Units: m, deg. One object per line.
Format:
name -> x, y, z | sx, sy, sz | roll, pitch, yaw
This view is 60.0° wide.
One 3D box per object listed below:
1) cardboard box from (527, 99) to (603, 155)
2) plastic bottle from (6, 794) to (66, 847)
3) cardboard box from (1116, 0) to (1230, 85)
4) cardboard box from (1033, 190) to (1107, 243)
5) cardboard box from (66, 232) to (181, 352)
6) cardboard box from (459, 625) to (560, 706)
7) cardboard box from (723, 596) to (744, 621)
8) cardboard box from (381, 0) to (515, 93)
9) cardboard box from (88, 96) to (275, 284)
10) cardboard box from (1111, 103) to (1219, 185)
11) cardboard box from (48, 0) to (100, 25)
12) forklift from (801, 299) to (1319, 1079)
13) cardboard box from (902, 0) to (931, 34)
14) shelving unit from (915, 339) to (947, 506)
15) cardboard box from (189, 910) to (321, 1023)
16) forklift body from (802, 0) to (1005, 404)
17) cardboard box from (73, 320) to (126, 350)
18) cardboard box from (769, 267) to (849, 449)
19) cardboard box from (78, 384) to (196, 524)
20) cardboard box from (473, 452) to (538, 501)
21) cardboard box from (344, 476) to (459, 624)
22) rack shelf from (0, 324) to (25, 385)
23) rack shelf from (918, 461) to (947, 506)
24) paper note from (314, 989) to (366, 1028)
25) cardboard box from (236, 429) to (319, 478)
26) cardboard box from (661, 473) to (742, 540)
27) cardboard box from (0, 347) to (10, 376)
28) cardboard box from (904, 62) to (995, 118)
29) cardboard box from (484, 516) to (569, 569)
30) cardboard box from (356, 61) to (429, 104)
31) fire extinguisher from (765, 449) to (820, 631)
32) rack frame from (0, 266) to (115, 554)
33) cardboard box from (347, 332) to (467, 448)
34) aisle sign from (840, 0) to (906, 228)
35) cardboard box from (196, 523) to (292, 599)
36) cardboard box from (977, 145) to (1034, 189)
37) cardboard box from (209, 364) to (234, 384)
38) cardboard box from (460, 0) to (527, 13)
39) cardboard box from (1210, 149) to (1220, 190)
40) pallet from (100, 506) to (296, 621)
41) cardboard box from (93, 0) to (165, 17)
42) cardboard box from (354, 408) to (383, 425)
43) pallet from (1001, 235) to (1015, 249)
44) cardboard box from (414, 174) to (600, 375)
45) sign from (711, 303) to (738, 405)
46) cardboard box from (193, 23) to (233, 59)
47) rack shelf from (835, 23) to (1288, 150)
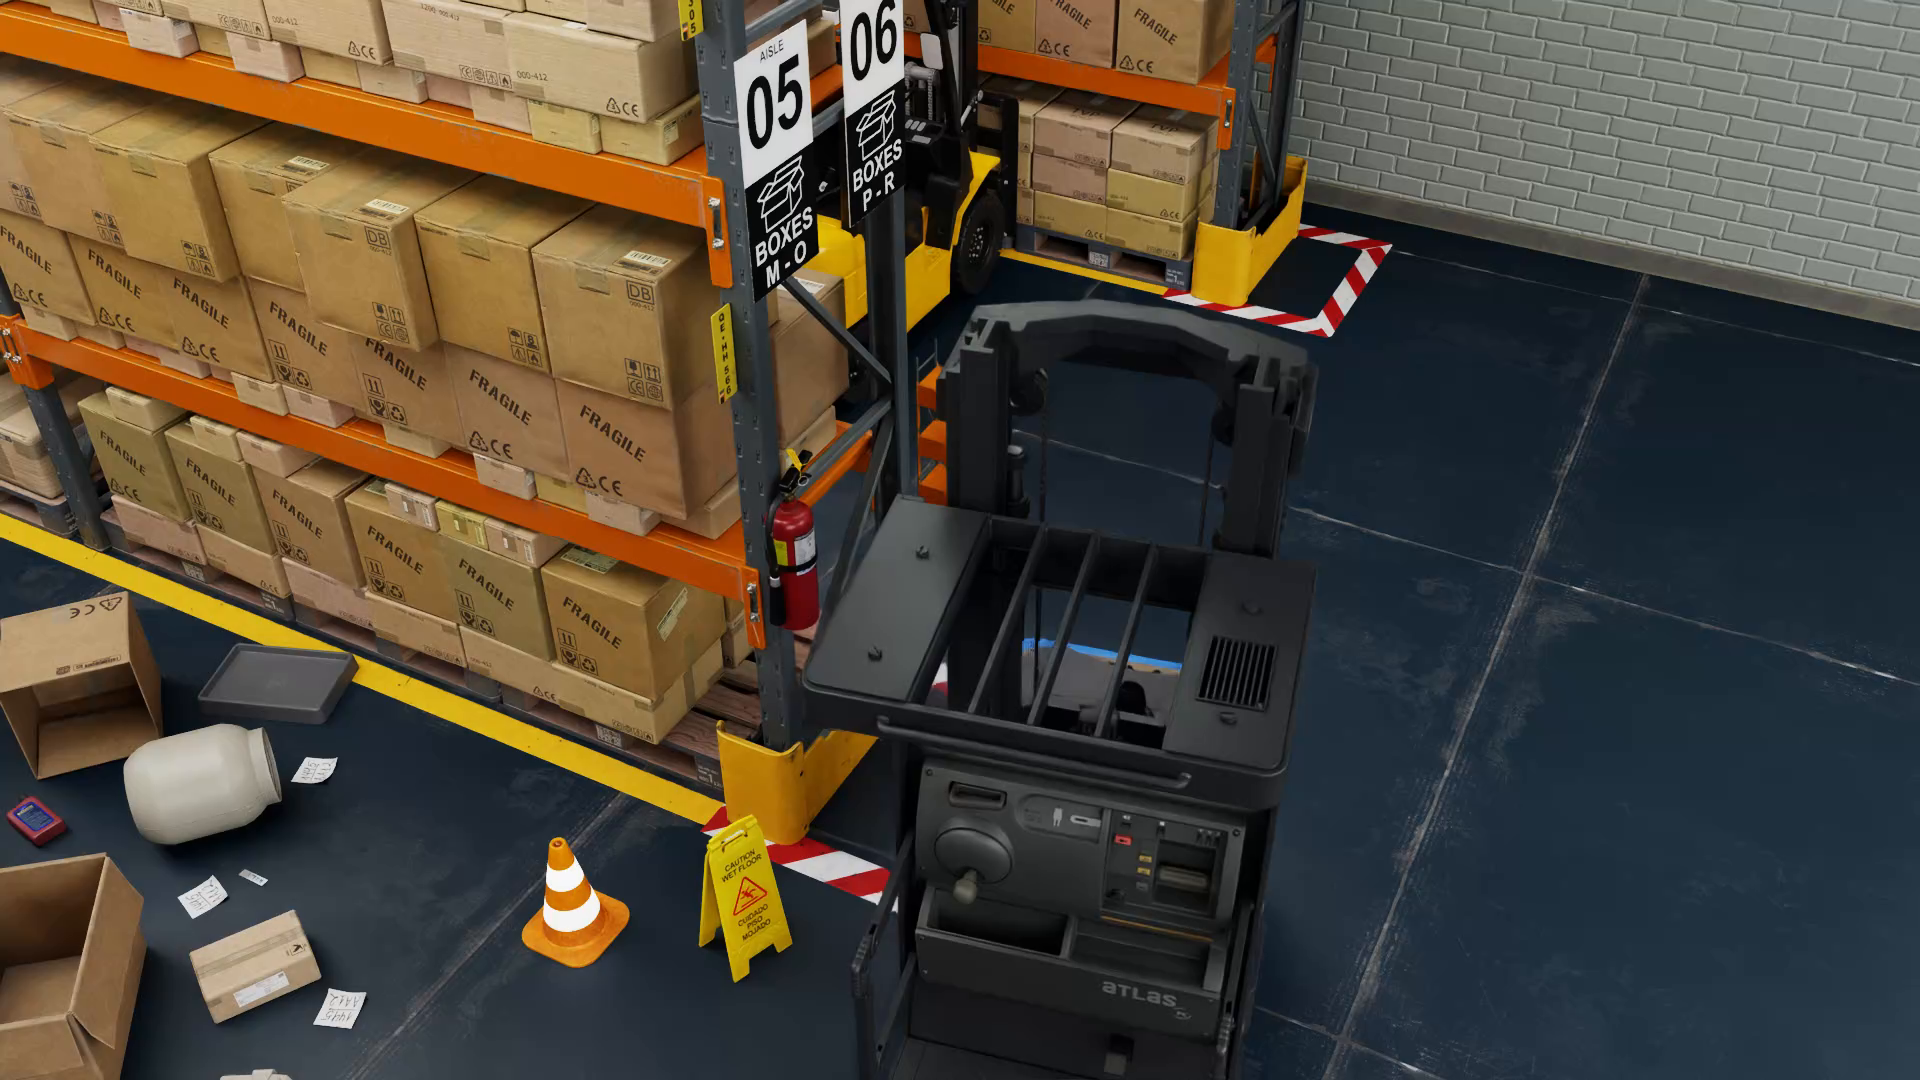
cardboard box -> -1.163, -1.396, 5.335 | 0.250, 0.149, 0.380 | 18, 41, 22
plastic bottle -> -3.750, 1.123, 6.719 | 0.283, 0.061, 0.133 | 25, 44, 29
cardboard box -> 1.240, -3.002, 9.641 | 0.500, 0.500, 0.500 | 16, 40, 21
cardboard box -> 0.798, -2.143, 10.519 | 0.500, 0.250, 0.500 | 17, 41, 21
cardboard box -> -3.315, -1.172, 6.984 | 0.500, 0.500, 0.500 | 17, 40, 21
cardboard box -> -1.780, 0.399, 7.170 | 0.500, 0.250, 0.500 | 18, 41, 22
cardboard box -> -1.092, -0.050, 7.142 | 0.500, 0.500, 0.500 | 16, 40, 20
cardboard box -> -1.500, -1.699, 5.405 | 0.500, 0.250, 0.500 | 17, 40, 21
cardboard box -> -2.866, -1.423, 6.487 | 0.500, 0.500, 0.700 | 17, 40, 21
cardboard box -> 1.245, -2.397, 10.027 | 0.500, 0.250, 0.500 | 19, 41, 23
cardboard box -> -3.188, -2.086, 6.244 | 0.250, 0.149, 0.380 | 19, 41, 23
forklift -> 0.277, 0.961, 4.560 | 1.130, 2.935, 3.031 | 9, 38, 12
cardboard box -> -0.123, -3.428, 10.202 | 0.500, 0.500, 0.500 | 18, 41, 22
shelving unit -> -0.048, -0.433, 7.952 | 0.252, 1.050, 0.215 | 17, 41, 21
cardboard box -> -2.574, 1.555, 6.078 | 0.380, 0.149, 0.250 | -21, 42, -25
forklift body -> -0.725, -2.176, 9.338 | 1.214, 2.155, 2.313 | 17, 41, 21
cardboard box -> -3.653, -1.010, 7.308 | 0.250, 0.149, 0.380 | 19, 41, 23
cardboard box -> -0.775, -0.739, 6.414 | 0.500, 0.500, 0.500 | 17, 40, 21
cardboard box -> -3.634, -0.474, 7.701 | 0.500, 0.500, 0.500 | 19, 41, 24
cardboard box -> -1.649, -0.339, 6.423 | 0.250, 0.149, 0.380 | 18, 41, 22
cardboard box -> -2.223, -0.041, 7.130 | 0.500, 0.500, 0.500 | 16, 40, 20
rack shelf -> -5.810, -1.682, 8.580 | 4.000, 0.370, 1.077 | 17, 41, 21
rack shelf -> -0.048, -0.203, 8.127 | 0.240, 0.259, 0.215 | 17, 41, 21
paper note -> -2.237, 1.688, 6.001 | 0.142, 0.019, 0.148 | 4, 37, 6
cardboard box -> -2.853, -0.451, 7.133 | 0.250, 0.149, 0.380 | 20, 41, 24
cardboard box -> -0.912, -0.190, 6.227 | 0.250, 0.149, 0.380 | 19, 41, 23
cardboard box -> -5.141, -0.876, 8.749 | 0.625, 0.372, 0.950 | 20, 42, 24
cardboard box -> -0.110, -2.816, 10.579 | 0.500, 0.250, 0.500 | 17, 40, 21
cardboard box -> -1.670, -0.078, 6.642 | 0.250, 0.149, 0.380 | 19, 41, 23
cardboard box -> -1.821, -1.638, 5.654 | 0.250, 0.149, 0.380 | 17, 40, 21
fire extinguisher -> -0.592, 0.010, 5.820 | 0.183, 0.674, 0.296 | 17, 41, 21
rack frame -> -4.034, -1.413, 7.630 | 0.127, 3.000, 1.000 | 17, 41, 21
cardboard box -> -1.976, -0.744, 6.421 | 0.500, 0.500, 0.500 | 17, 40, 21
aisle sign -> -0.284, -1.485, 5.575 | 0.004, 0.787, 0.394 | 17, 41, 21
cardboard box -> -3.155, -0.033, 7.740 | 0.500, 0.250, 0.500 | 20, 41, 24
cardboard box -> 0.313, -2.483, 10.553 | 0.500, 0.250, 0.500 | 16, 40, 20
cardboard box -> -2.949, -0.808, 7.042 | 0.250, 0.149, 0.380 | 17, 40, 21
cardboard box -> -1.364, -1.802, 5.210 | 0.250, 0.149, 0.380 | 17, 40, 21
cardboard box -> 1.476, -2.480, 10.549 | 0.500, 0.250, 0.500 | 18, 41, 22
pallet -> -3.421, -0.134, 8.252 | 1.213, 0.211, 1.003 | 17, 41, 21
cardboard box -> -2.868, -2.112, 5.949 | 0.500, 0.250, 0.500 | 18, 41, 22
cardboard box -> -2.261, -0.625, 6.800 | 0.250, 0.149, 0.380 | 17, 41, 21
pallet -> 0.020, -2.386, 11.218 | 1.213, 0.211, 1.003 | 17, 41, 21
cardboard box -> -1.482, -1.027, 5.966 | 0.500, 0.500, 0.700 | 18, 41, 22
sign -> -0.755, -0.595, 5.334 | 0.005, 0.325, 0.100 | 17, 41, 21
cardboard box -> -2.499, -1.859, 5.945 | 0.250, 0.149, 0.380 | 18, 41, 22
rack shelf -> 0.022, -3.236, 10.627 | 4.000, 0.370, 1.077 | 17, 41, 21
